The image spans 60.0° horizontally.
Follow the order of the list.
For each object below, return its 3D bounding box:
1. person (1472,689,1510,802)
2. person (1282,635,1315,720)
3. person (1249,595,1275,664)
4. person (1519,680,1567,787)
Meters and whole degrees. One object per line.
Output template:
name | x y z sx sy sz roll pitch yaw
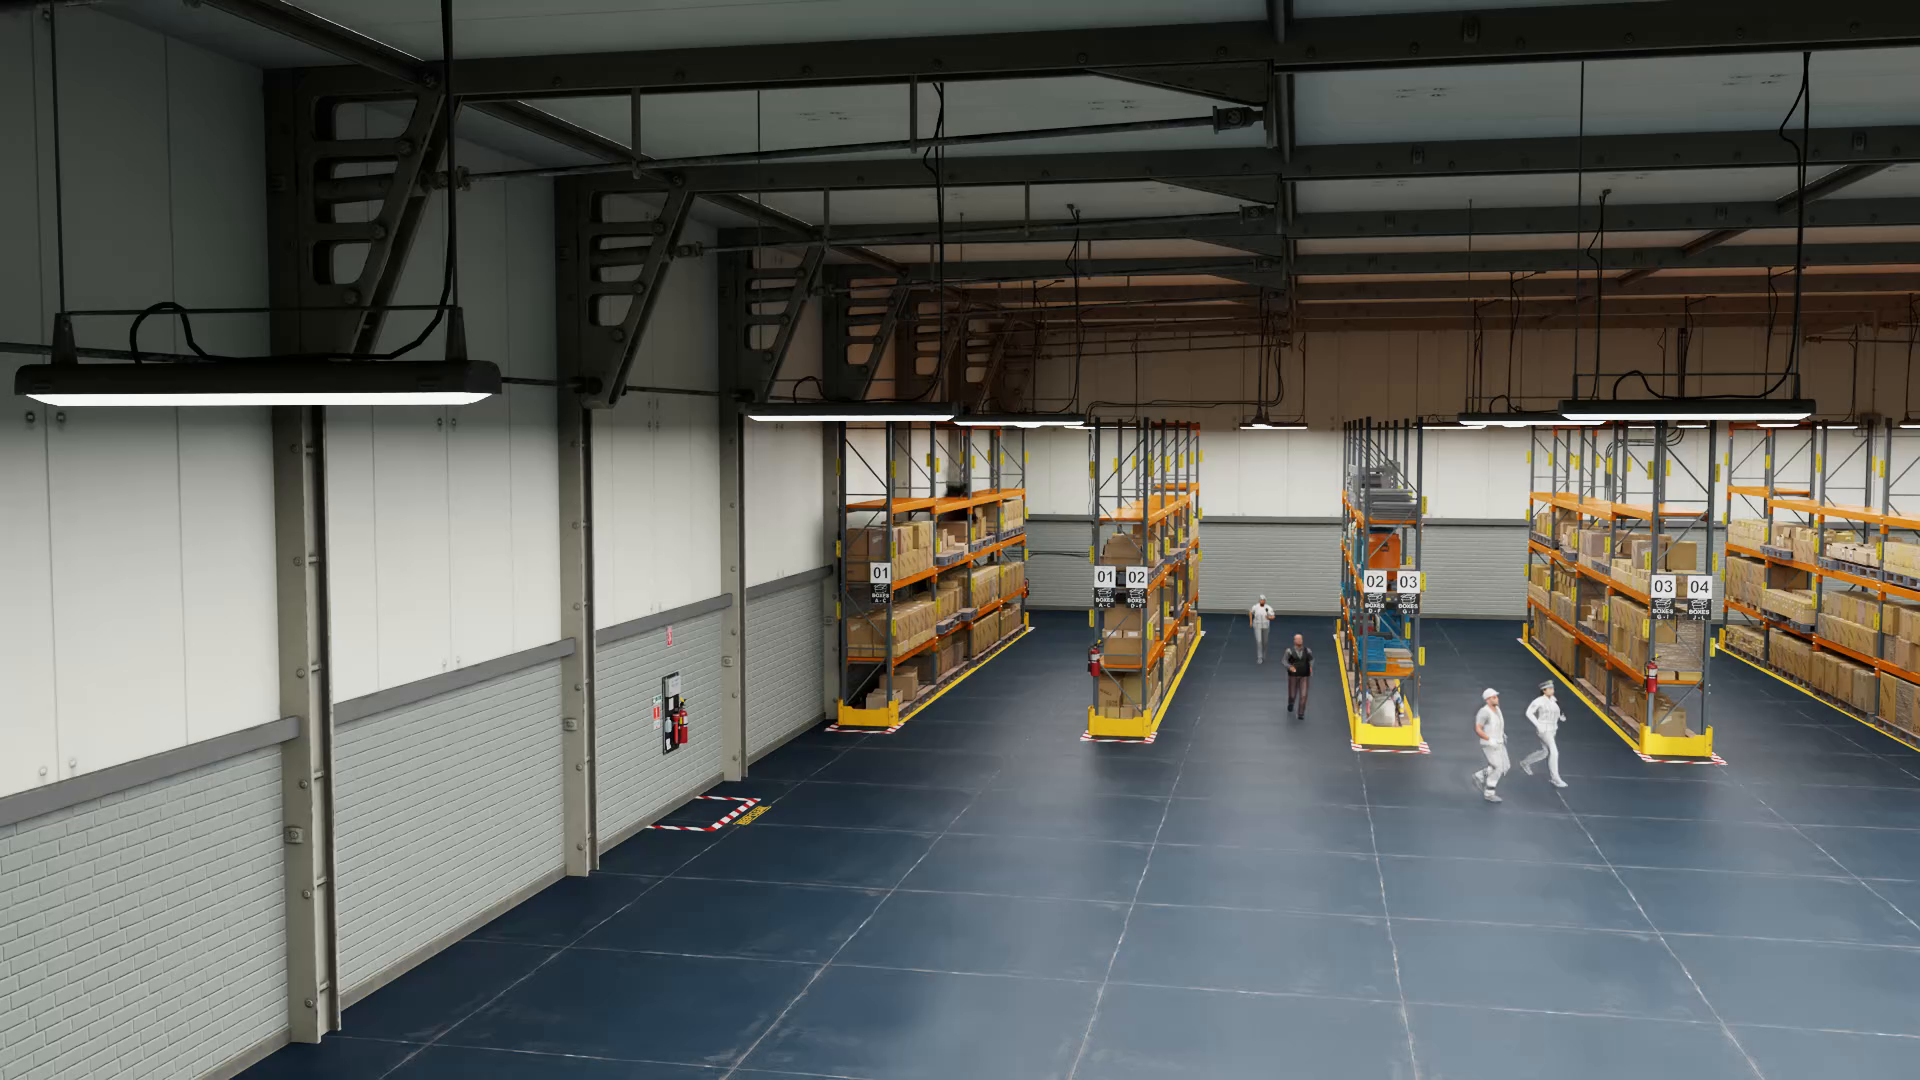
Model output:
person | 8.238 3.176 25.861 0.562 1.748 0.655 3 5 43
person | 6.770 2.727 33.223 0.666 1.682 0.748 0 4 3
person | 7.500 2.188 41.269 0.610 1.661 0.911 0 4 5
person | 9.547 3.119 27.136 0.603 1.710 0.860 -3 5 -40
